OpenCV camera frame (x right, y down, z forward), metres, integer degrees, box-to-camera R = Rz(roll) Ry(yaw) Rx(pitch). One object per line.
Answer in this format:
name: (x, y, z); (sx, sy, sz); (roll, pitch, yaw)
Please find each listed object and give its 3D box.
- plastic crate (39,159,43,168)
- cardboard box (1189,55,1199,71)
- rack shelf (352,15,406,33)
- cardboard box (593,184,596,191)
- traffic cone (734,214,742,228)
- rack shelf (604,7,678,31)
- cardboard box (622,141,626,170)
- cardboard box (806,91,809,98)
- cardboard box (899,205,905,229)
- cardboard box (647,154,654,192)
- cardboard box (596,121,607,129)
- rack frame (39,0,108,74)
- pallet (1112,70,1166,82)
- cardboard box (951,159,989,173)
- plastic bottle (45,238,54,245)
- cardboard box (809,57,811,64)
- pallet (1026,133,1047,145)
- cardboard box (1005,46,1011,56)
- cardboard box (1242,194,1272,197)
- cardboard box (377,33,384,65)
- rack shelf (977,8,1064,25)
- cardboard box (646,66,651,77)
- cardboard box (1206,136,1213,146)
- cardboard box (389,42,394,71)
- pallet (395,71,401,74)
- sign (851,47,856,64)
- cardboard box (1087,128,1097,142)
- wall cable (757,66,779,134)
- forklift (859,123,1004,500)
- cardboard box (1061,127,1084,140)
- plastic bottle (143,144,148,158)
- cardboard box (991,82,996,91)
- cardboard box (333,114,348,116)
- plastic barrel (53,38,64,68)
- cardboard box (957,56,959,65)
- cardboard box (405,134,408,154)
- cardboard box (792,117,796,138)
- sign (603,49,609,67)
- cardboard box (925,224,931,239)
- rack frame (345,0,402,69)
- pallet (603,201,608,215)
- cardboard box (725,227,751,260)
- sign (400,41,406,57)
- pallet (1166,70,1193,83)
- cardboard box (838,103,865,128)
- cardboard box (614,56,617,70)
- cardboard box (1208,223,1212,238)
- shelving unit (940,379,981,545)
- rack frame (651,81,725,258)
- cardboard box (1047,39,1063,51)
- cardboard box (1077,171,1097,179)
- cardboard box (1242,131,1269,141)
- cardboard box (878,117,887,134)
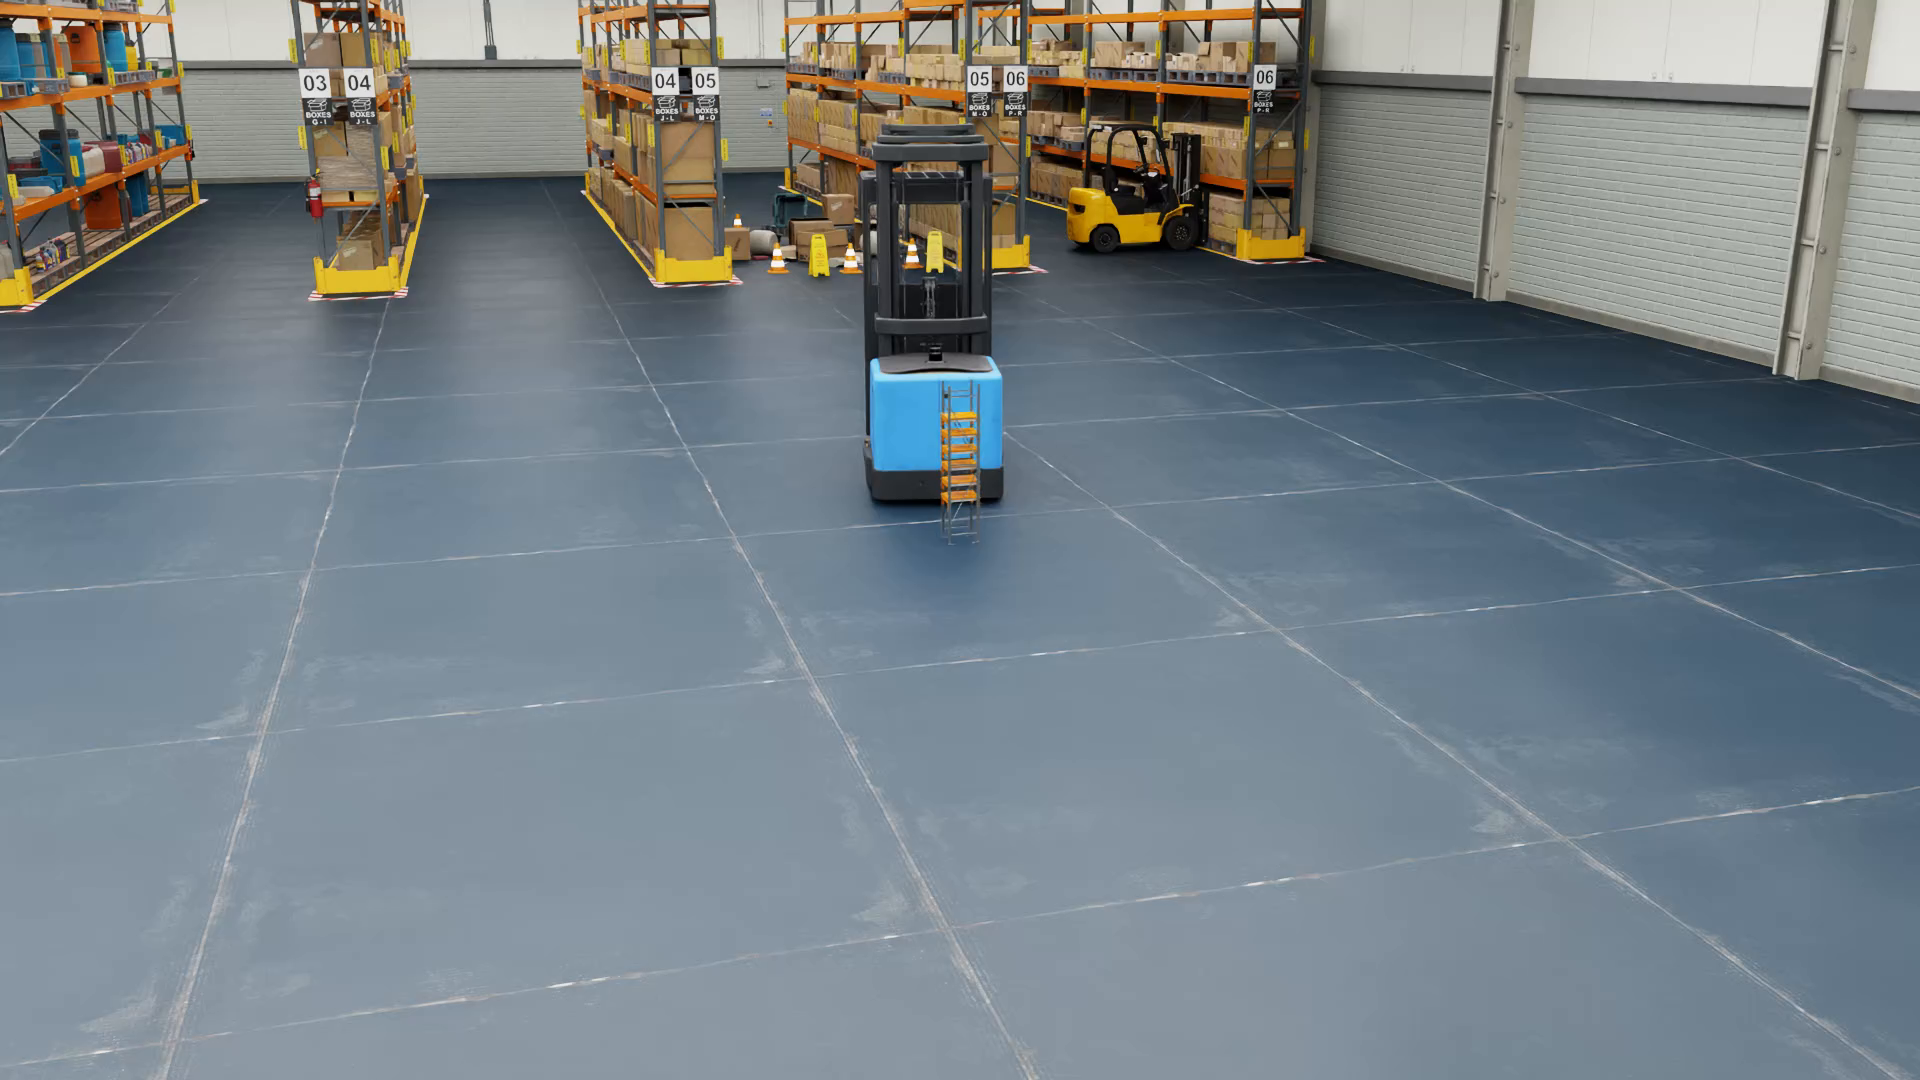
plastic crate: (-15.418, -6.130, 27.672); (0.392, 0.384, 0.575); (-5, 17, -15)
cardboard box: (4.362, -8.612, 30.024); (0.396, 0.266, 0.258); (-5, 17, -17)
rack shelf: (-12.802, -11.351, 36.546); (1.077, 0.370, 4.000); (-5, 17, -15)
cardboard box: (-8.382, -8.245, 38.912); (0.380, 0.149, 0.250); (-6, 18, -18)
traffic cone: (-4.174, -5.888, 31.249); (0.336, 0.463, 0.334); (-5, 17, -15)
rack shelf: (-5.807, -9.503, 30.391); (1.077, 0.370, 4.000); (-5, 17, -15)
cardboard box: (-5.935, -7.063, 30.578); (0.500, 0.500, 0.500); (-5, 17, -15)
cardboard box: (-3.405, -10.501, 39.156); (0.380, 0.149, 0.250); (-5, 17, -16)
cardboard box: (-0.672, -6.119, 31.447); (0.950, 0.372, 0.625); (-4, 17, -15)
cardboard box: (-4.475, -5.827, 26.377); (0.875, 0.550, 0.550); (-5, 17, -15)
cardboard box: (-7.433, -8.688, 34.834); (0.380, 0.149, 0.250); (-4, 17, -13)
rack frame: (-15.915, -9.836, 29.556); (1.000, 3.000, 0.127); (-5, 17, -15)
pallet: (3.730, -9.388, 33.606); (1.003, 0.211, 1.213); (-4, 17, -13)
cardboard box: (0.160, -6.244, 27.334); (0.500, 0.500, 0.500); (-5, 17, -16)
plastic bottle: (-14.501, -4.632, 26.498); (0.144, 0.351, 0.185); (-5, 17, -15)
cardboard box: (-3.280, -11.034, 38.291); (0.380, 0.149, 0.250); (-4, 17, -14)
pallet: (2.162, -9.317, 38.587); (1.003, 0.211, 1.213); (-5, 17, -15)
cardboard box: (1.398, -11.786, 40.135); (0.500, 0.250, 0.500); (-4, 17, -14)
cardboard box: (5.255, -5.968, 29.417); (0.500, 0.250, 0.500); (-5, 17, -15)
cardboard box: (-9.685, -8.010, 27.131); (0.500, 0.500, 0.500); (-5, 17, -17)
rack shelf: (1.498, -12.718, 40.407); (1.077, 0.370, 4.000); (-5, 17, -15)
cardboard box: (-4.575, -7.137, 25.315); (0.380, 0.149, 0.250); (-5, 17, -15)
cardboard box: (4.605, -7.104, 29.587); (0.380, 0.149, 0.250); (-5, 17, -15)
cardboard box: (-10.630, -8.825, 30.362); (0.500, 0.500, 0.500); (-5, 17, -15)
pallet: (-11.381, -8.875, 31.897); (1.213, 0.211, 1.003); (-4, 17, -13)
sign: (-2.161, -9.819, 33.675); (0.100, 0.325, 0.005); (-5, 17, -15)
cardboard box: (3.010, -8.555, 35.111); (0.500, 0.250, 0.500); (-5, 17, -15)
wall cable: (-5.395, -12.411, 46.733); (0.585, 1.953, 0.123); (-5, 17, -15)
forklift: (-0.295, -2.095, 14.333); (1.130, 2.935, 3.031); (-1, 17, -5)
cardboard box: (2.546, -8.927, 36.488); (0.500, 0.250, 0.500); (-6, 18, -18)
plastic bottle: (-16.488, -7.870, 33.640); (0.061, 0.283, 0.133); (-5, 17, -15)
cardboard box: (0.637, -7.425, 27.178); (0.380, 0.149, 0.250); (-5, 18, -17)
cardboard box: (-9.899, -6.496, 26.436); (0.500, 0.500, 0.500); (-5, 17, -15)
plastic barrel: (-15.719, -8.180, 28.510); (0.600, 0.830, 0.708); (-5, 17, -15)
cardboard box: (0.163, -7.768, 26.935); (0.380, 0.149, 0.250); (-4, 17, -14)
cardboard box: (-11.449, -7.981, 33.633); (0.500, 0.500, 0.500); (-5, 17, -15)
cardboard box: (-3.802, -10.106, 40.707); (0.500, 0.500, 0.500); (-5, 17, -16)
sign: (-6.879, -9.361, 32.288); (0.100, 0.325, 0.005); (-5, 17, -15)
cardboard box: (-0.317, -5.438, 29.392); (0.500, 0.250, 0.500); (-5, 17, -16)
rack frame: (-12.252, -11.334, 34.543); (1.000, 3.000, 0.127); (-5, 17, -15)
pallet: (-7.240, -7.275, 36.303); (1.003, 0.211, 1.213); (-5, 17, -15)
cardboard box: (-3.844, -5.068, 28.451); (0.500, 0.500, 0.500); (-2, 17, -6)
sign: (-11.733, -10.342, 35.007); (0.100, 0.325, 0.005); (-5, 17, -15)
pallet: (4.505, -8.586, 30.760); (1.003, 0.211, 1.213); (-5, 17, -15)
cardboard box: (-2.297, -9.066, 35.509); (0.500, 0.500, 0.500); (-5, 17, -15)
cardboard box: (-6.231, -8.977, 31.264); (0.500, 0.250, 0.500); (-4, 17, -14)
cardboard box: (4.656, -5.585, 29.882); (0.500, 0.250, 0.500); (-5, 17, -15)
shelving unit: (0.004, -0.571, 12.266); (0.258, 1.200, 0.189); (-5, 17, -15)
rack frame: (-4.158, -5.506, 25.568); (1.000, 3.000, 0.127); (-5, 17, -15)
cardboard box: (2.198, -11.465, 38.488); (0.396, 0.266, 0.258); (-5, 17, -16)
cardboard box: (2.768, -7.963, 36.235); (0.380, 0.149, 0.250); (-6, 18, -18)
cardboard box: (5.044, -6.902, 28.398); (0.380, 0.149, 0.250); (-5, 17, -15)
cardboard box: (-1.291, -7.958, 32.310); (0.500, 0.500, 0.500); (-5, 18, -17)
